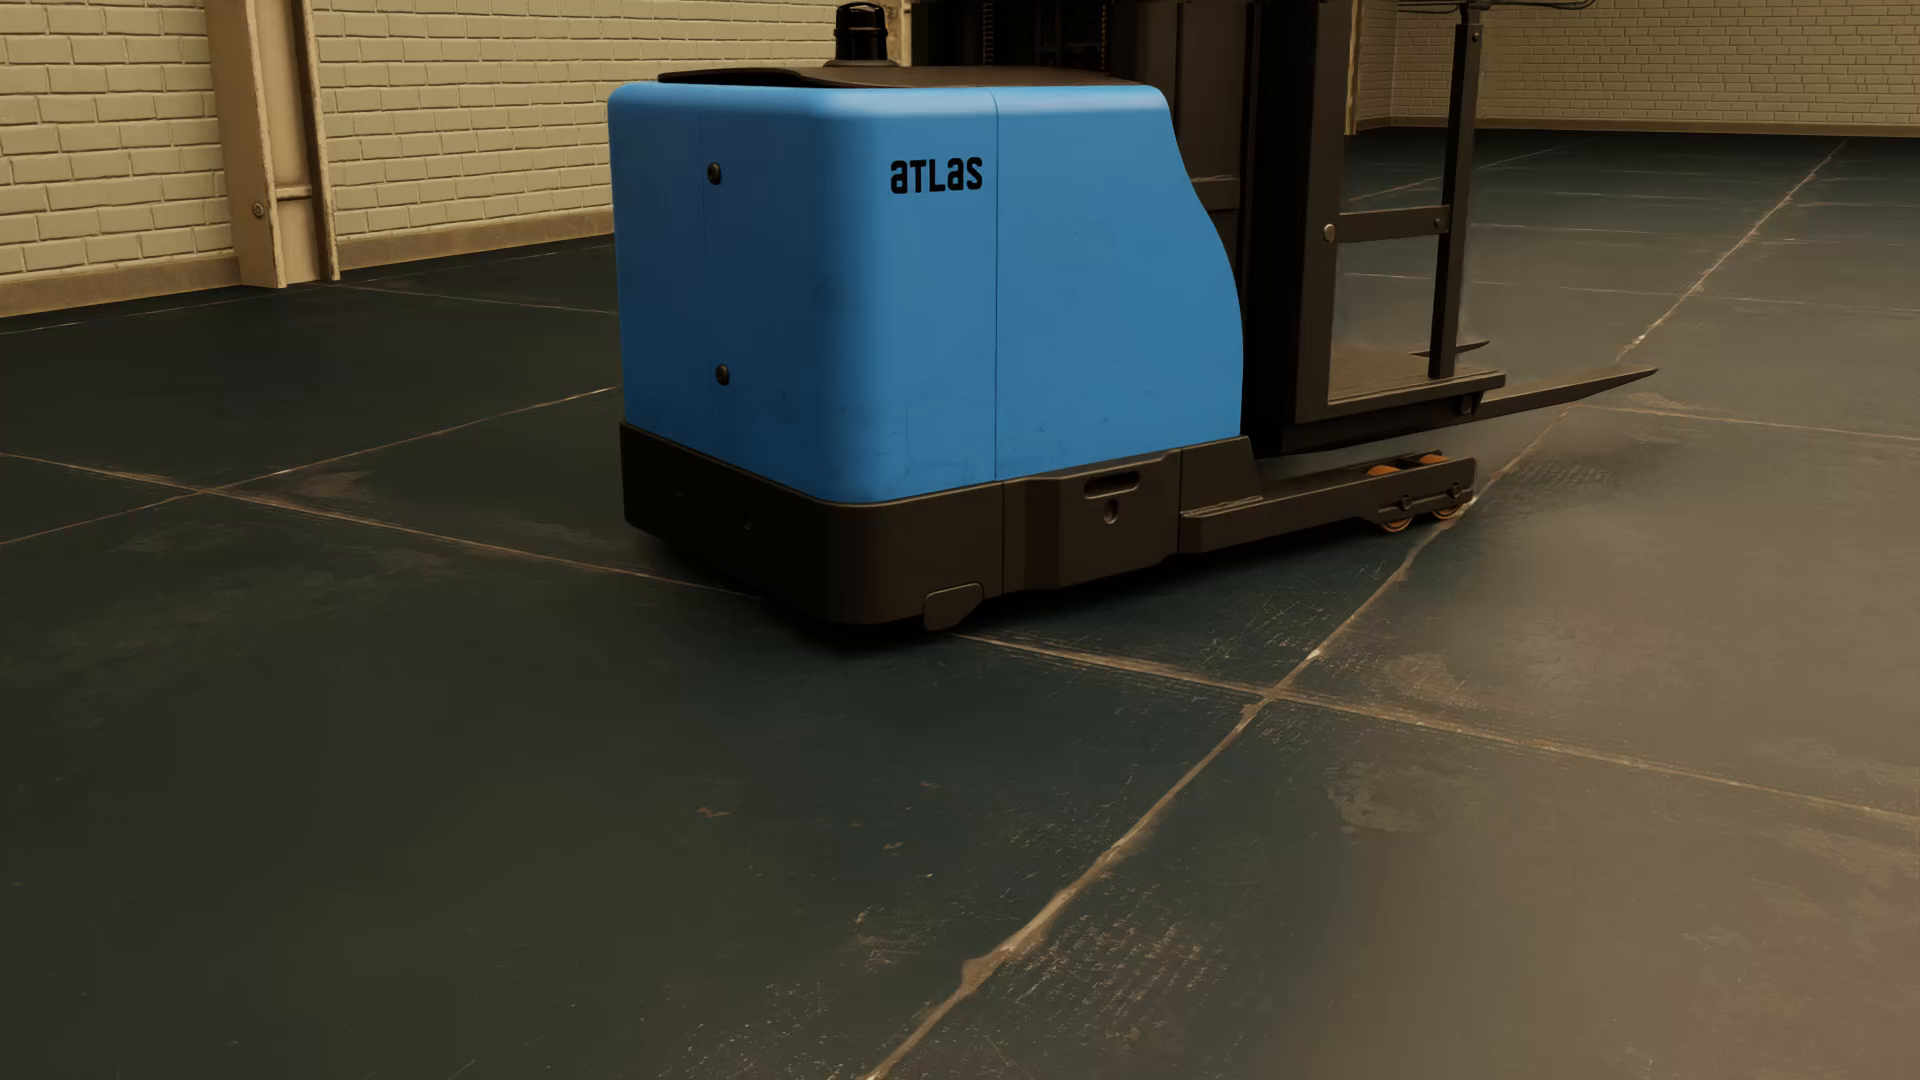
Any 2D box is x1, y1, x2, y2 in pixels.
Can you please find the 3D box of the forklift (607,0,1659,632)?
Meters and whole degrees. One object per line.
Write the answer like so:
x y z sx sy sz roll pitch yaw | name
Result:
0.690 -1.532 4.055 3.031 2.935 1.130 -12 20 -35 | forklift
